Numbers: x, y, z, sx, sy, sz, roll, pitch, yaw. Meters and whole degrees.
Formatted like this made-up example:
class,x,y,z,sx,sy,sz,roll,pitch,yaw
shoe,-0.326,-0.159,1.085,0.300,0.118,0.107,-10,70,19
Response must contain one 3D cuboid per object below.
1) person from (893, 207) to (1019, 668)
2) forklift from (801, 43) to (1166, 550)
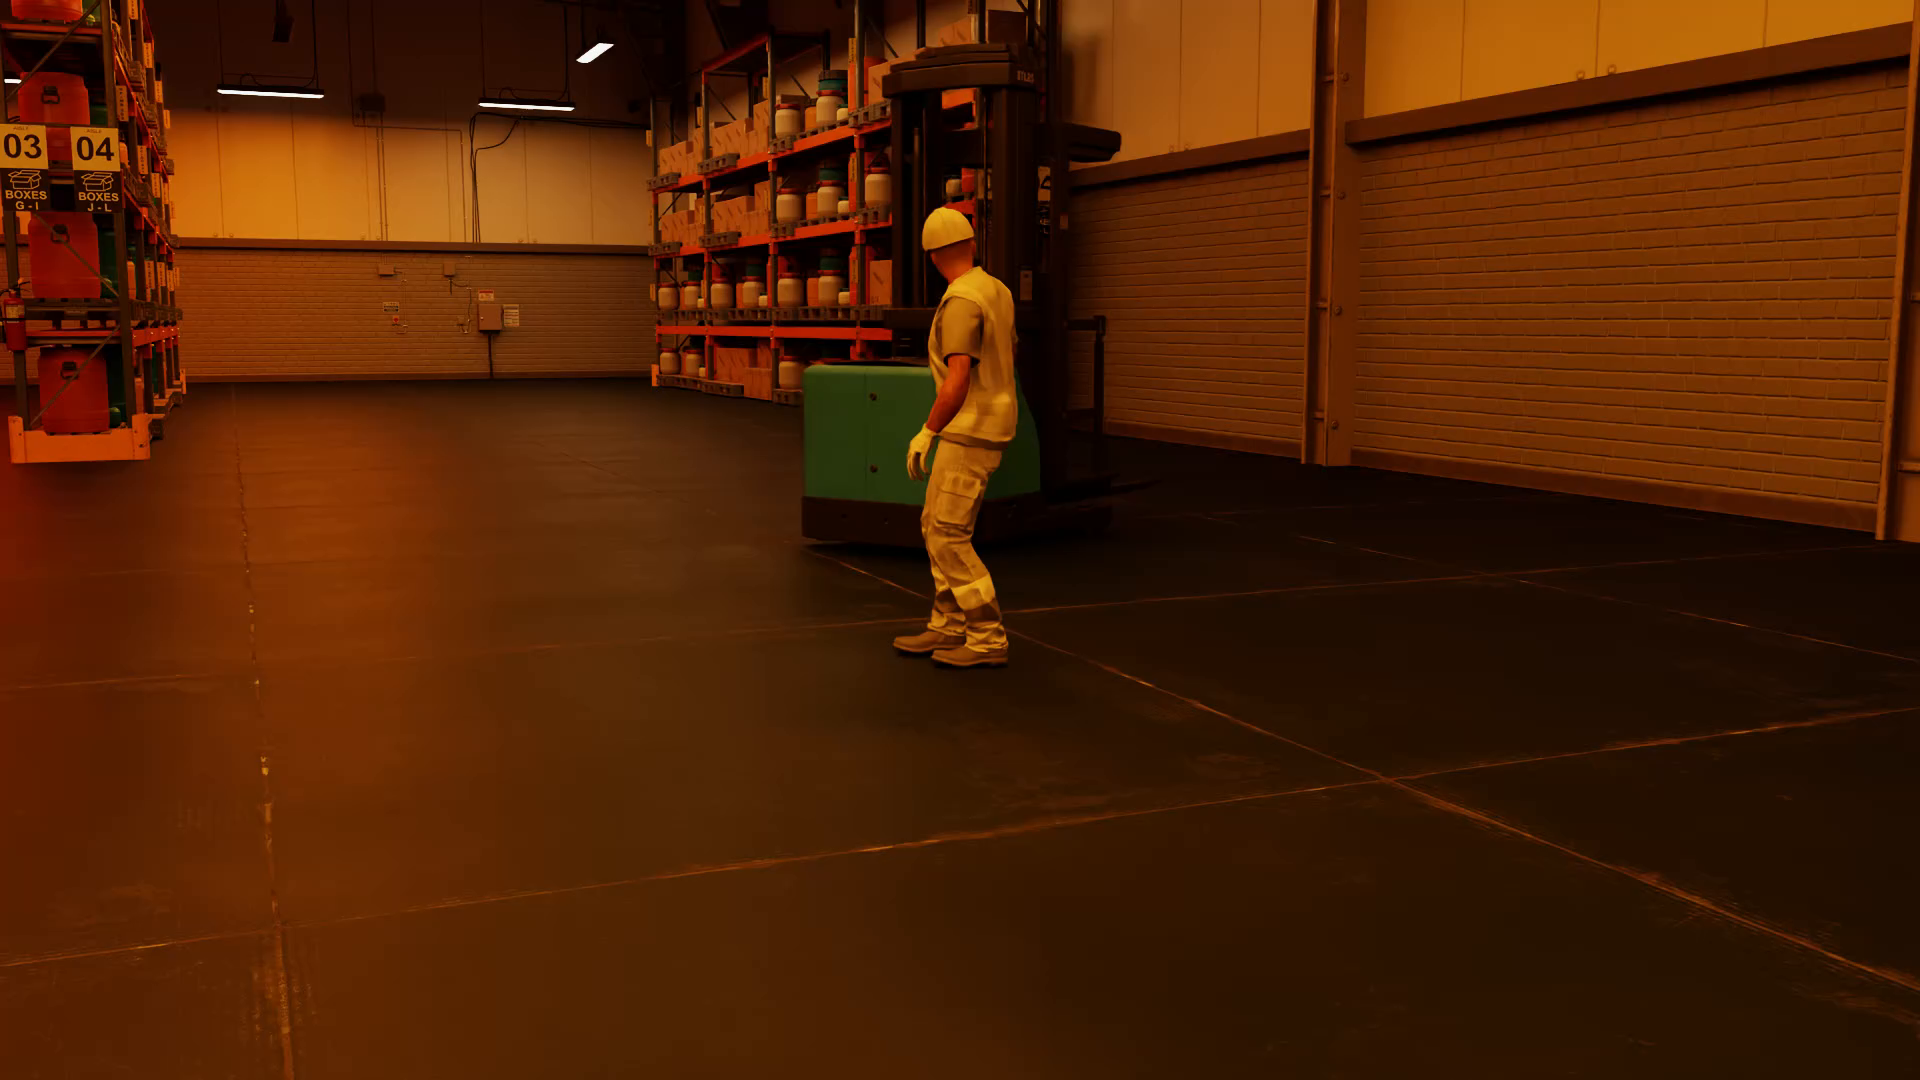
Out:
class,x,y,z,sx,sy,sz,roll,pitch,yaw
person,-0.036,-0.389,6.408,0.506,1.754,0.745,1,8,7
forklift,0.320,-1.526,10.513,1.130,2.935,3.031,5,9,34
